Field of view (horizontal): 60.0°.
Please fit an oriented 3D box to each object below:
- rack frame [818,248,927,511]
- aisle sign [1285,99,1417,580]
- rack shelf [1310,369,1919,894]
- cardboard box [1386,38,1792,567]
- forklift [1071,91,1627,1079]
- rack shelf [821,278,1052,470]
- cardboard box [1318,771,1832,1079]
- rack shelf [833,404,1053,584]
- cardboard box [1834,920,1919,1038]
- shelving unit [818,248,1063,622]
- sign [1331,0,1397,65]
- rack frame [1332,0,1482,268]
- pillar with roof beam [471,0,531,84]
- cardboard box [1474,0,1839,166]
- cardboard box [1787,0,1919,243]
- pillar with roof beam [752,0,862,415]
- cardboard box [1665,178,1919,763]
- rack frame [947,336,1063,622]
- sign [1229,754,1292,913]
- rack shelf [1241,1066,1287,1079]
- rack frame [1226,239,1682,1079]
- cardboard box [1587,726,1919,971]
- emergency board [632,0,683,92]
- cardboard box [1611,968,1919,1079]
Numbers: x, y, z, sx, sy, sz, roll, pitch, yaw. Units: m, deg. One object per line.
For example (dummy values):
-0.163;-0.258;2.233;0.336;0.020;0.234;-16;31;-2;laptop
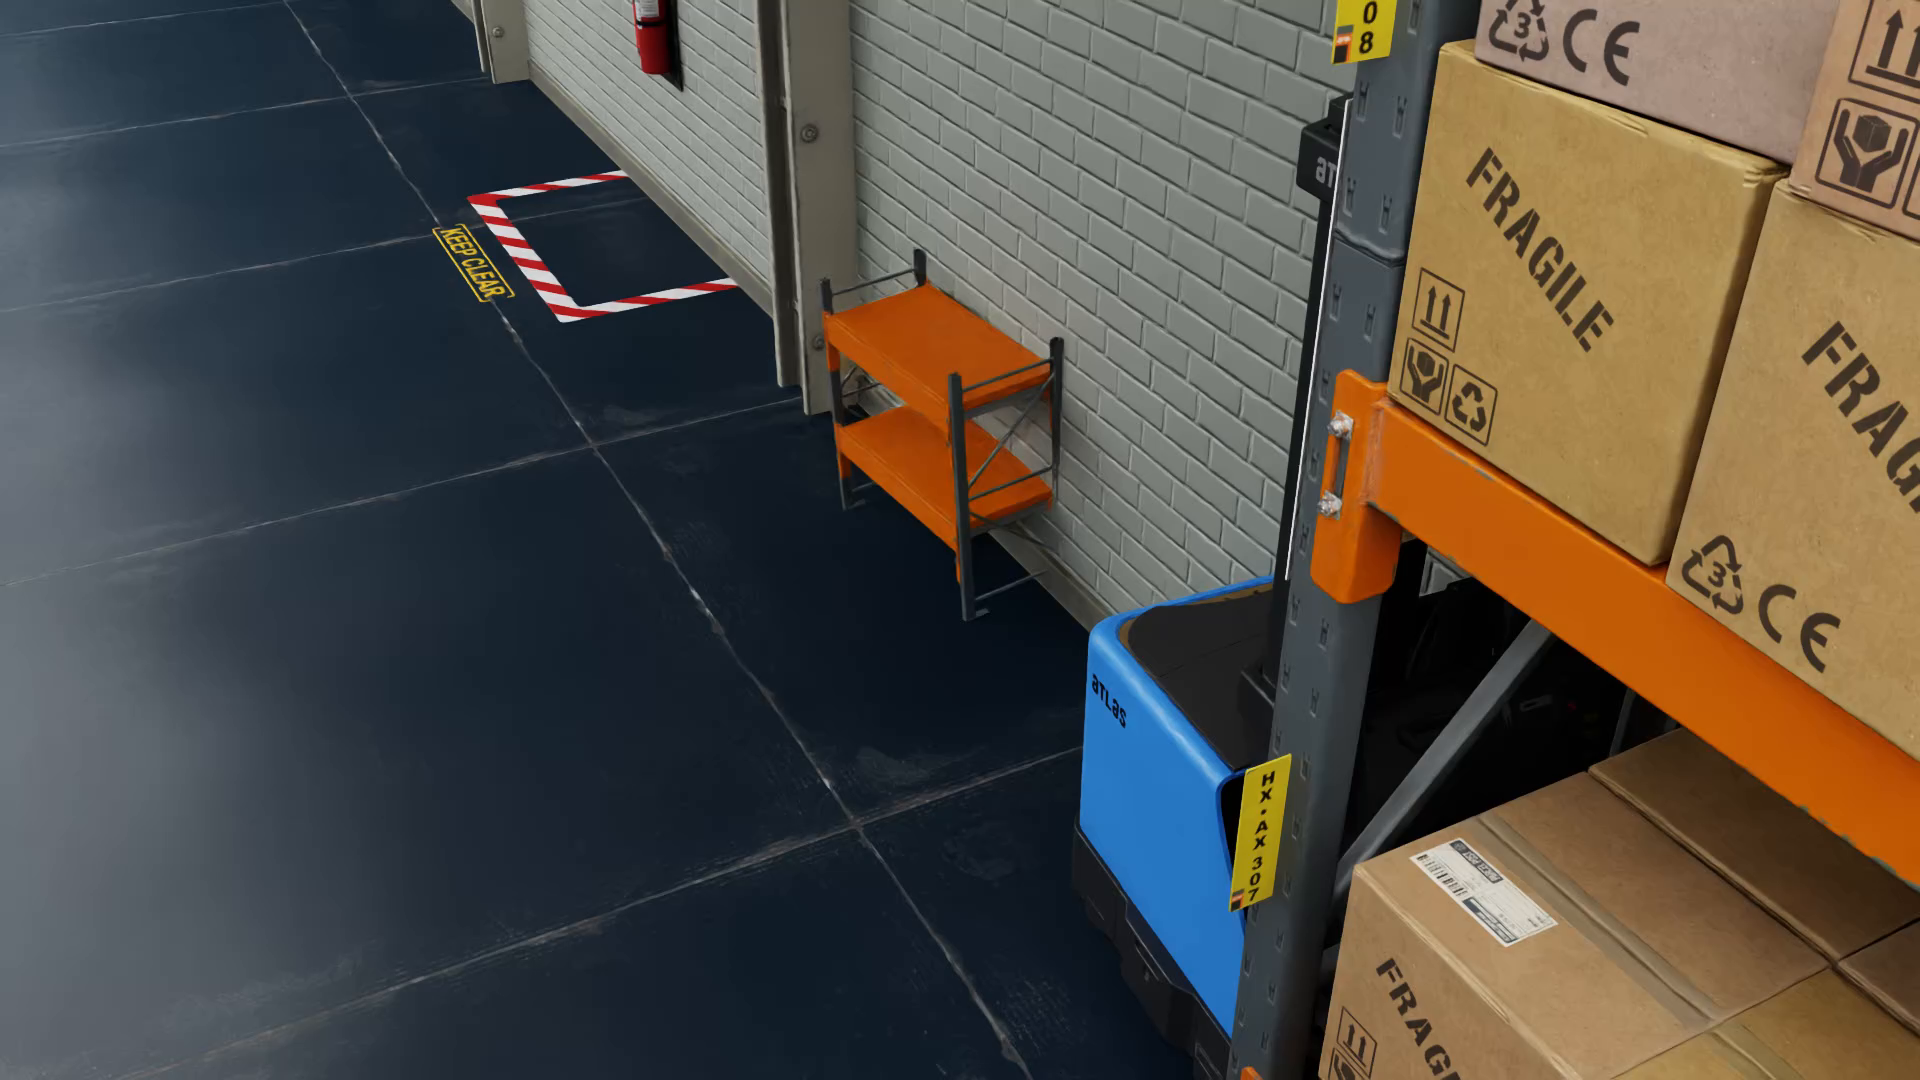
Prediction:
-0.338;-0.684;7.251;0.500;1.125;0.032;-22;38;-24;rack frame
0.701;-0.317;2.554;0.394;0.787;0.004;-16;36;-23;aisle sign
1.932;0.731;1.214;1.077;0.370;4.000;-16;36;-23;rack shelf
0.935;-0.354;2.130;0.500;0.500;0.500;-15;36;-22;cardboard box
1.409;0.533;3.701;1.130;2.935;3.031;-13;35;-19;forklift
-0.083;-0.694;6.723;0.538;0.278;1.000;-22;38;-24;rack shelf
0.957;0.779;2.678;0.500;0.500;0.500;-16;36;-23;cardboard box
-0.056;-0.251;7.026;0.538;0.278;1.000;-22;38;-24;rack shelf
1.634;0.890;2.505;0.500;0.500;0.500;-15;36;-22;cardboard box
-0.068;-0.452;6.888;0.538;1.125;1.048;-22;38;-24;shelving unit
0.520;-0.758;2.061;0.100;0.325;0.005;-16;36;-23;sign
1.000;-1.789;1.701;1.000;3.000;0.127;-16;36;-23;rack frame
-7.312;-6.317;8.767;9.100;9.000;0.400;-16;36;-23;pillar with roof beam
0.965;-0.753;1.826;0.500;0.500;0.500;-19;37;-26;cardboard box
1.154;-0.501;1.432;0.500;0.500;0.500;-16;36;-24;cardboard box
-4.514;-3.453;4.298;9.100;9.000;0.400;-16;36;-23;pillar with roof beam
1.154;-0.089;1.716;0.500;0.500;0.500;-13;35;-20;cardboard box
0.201;-0.221;6.524;0.500;1.125;0.032;-22;38;-24;rack frame
0.520;0.509;2.872;0.100;0.325;0.005;-16;36;-23;sign
1.932;1.994;2.023;1.077;0.370;4.000;-16;36;-23;rack shelf
1.000;0.737;3.319;1.000;3.000;0.127;-16;36;-23;rack frame
1.408;0.647;2.884;0.500;0.500;0.500;-16;36;-24;cardboard box
-1.824;-3.199;9.462;0.194;1.169;0.643;-16;36;-23;emergency board
1.178;1.018;2.306;0.500;0.500;0.500;-16;36;-23;cardboard box
